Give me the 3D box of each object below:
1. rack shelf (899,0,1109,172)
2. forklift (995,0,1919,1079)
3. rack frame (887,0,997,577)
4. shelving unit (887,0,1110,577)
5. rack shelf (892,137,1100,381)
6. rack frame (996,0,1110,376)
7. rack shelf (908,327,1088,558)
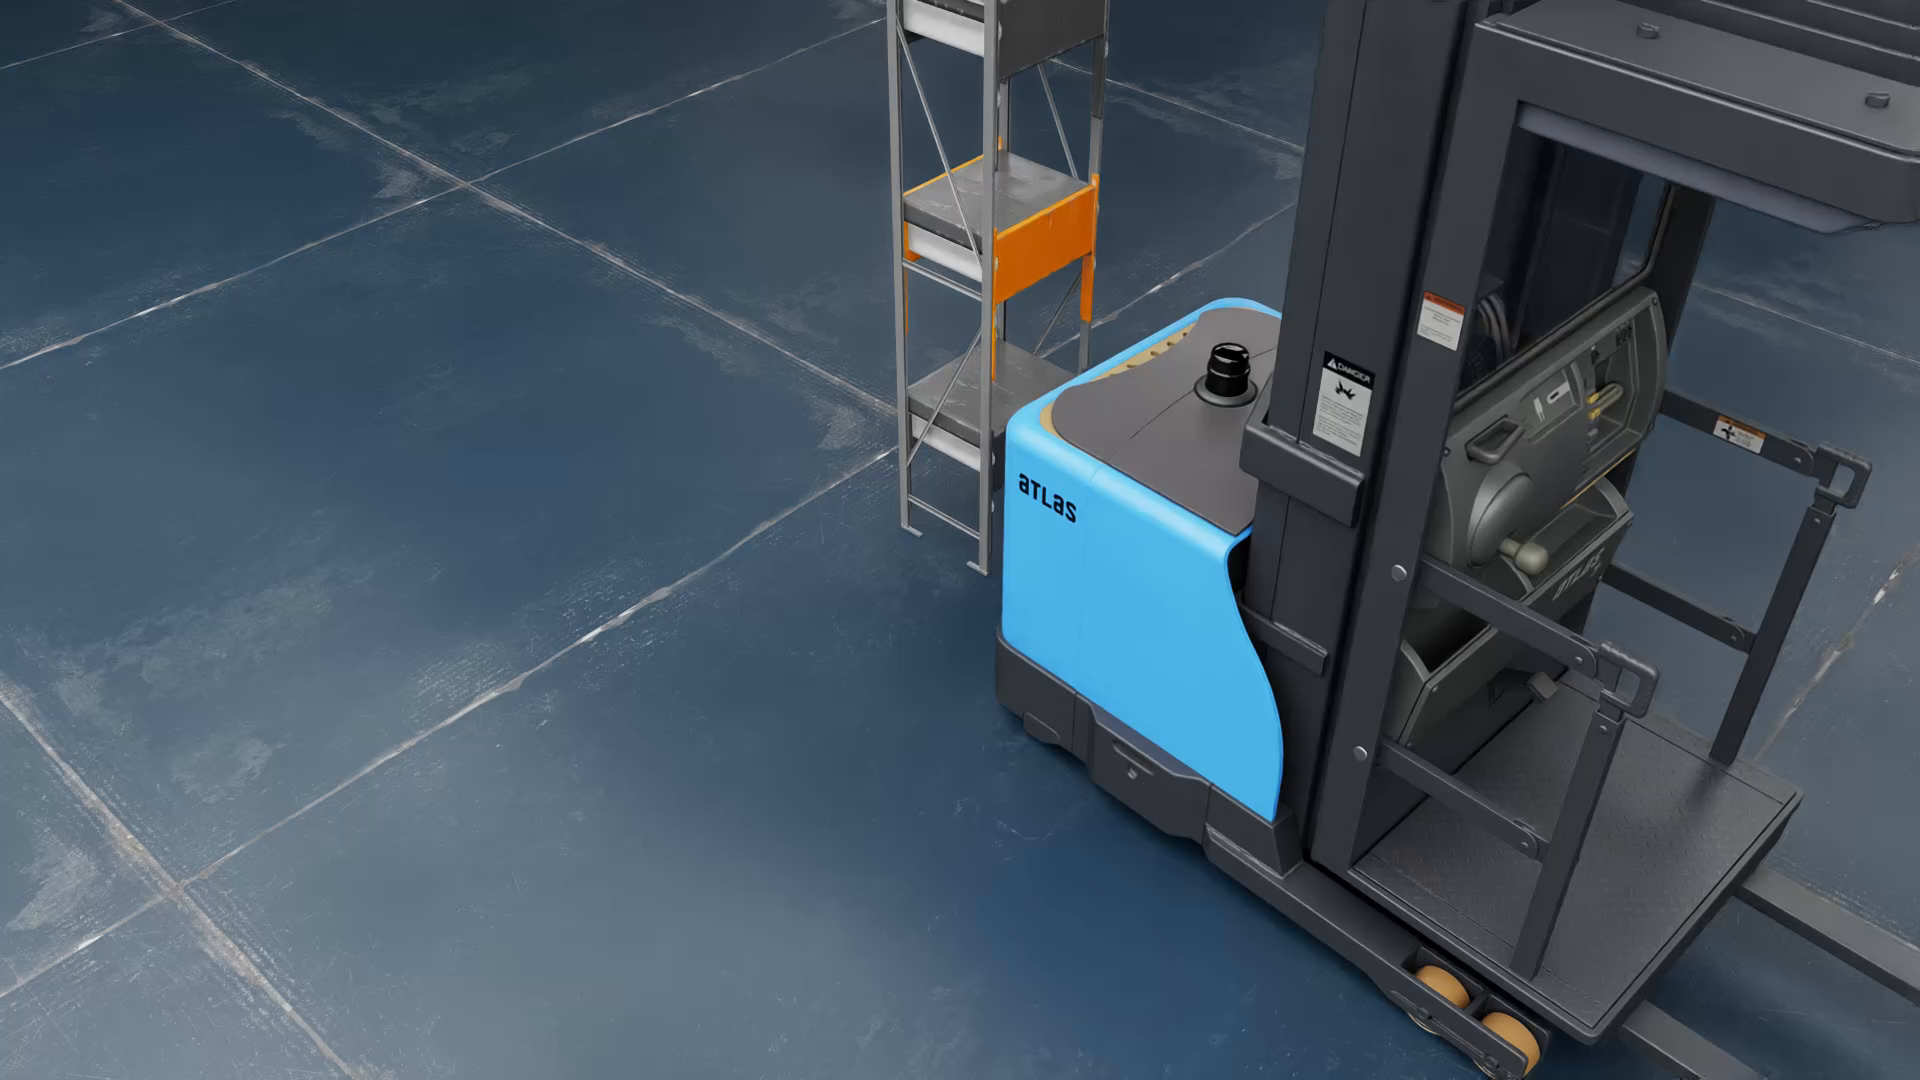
[{"bbox_3d":[0.112,-1.435,4.765,0.431,0.518,0.480,30,47,32],"label":"rack shelf"},{"bbox_3d":[1.492,-0.186,3.629,1.130,2.935,3.031,-31,48,-33],"label":"forklift"},{"bbox_3d":[-0.053,-0.786,5.051,0.400,2.100,0.015,30,47,32],"label":"rack frame"},{"bbox_3d":[0.112,-0.898,5.192,0.431,2.100,0.503,30,47,32],"label":"shelving unit"},{"bbox_3d":[0.112,-0.887,5.201,0.431,0.518,0.480,30,47,32],"label":"rack shelf"},{"bbox_3d":[0.276,-1.010,5.333,0.400,2.100,0.015,30,47,32],"label":"rack frame"},{"bbox_3d":[0.112,-0.339,5.636,0.431,0.518,0.480,30,47,32],"label":"rack shelf"}]
